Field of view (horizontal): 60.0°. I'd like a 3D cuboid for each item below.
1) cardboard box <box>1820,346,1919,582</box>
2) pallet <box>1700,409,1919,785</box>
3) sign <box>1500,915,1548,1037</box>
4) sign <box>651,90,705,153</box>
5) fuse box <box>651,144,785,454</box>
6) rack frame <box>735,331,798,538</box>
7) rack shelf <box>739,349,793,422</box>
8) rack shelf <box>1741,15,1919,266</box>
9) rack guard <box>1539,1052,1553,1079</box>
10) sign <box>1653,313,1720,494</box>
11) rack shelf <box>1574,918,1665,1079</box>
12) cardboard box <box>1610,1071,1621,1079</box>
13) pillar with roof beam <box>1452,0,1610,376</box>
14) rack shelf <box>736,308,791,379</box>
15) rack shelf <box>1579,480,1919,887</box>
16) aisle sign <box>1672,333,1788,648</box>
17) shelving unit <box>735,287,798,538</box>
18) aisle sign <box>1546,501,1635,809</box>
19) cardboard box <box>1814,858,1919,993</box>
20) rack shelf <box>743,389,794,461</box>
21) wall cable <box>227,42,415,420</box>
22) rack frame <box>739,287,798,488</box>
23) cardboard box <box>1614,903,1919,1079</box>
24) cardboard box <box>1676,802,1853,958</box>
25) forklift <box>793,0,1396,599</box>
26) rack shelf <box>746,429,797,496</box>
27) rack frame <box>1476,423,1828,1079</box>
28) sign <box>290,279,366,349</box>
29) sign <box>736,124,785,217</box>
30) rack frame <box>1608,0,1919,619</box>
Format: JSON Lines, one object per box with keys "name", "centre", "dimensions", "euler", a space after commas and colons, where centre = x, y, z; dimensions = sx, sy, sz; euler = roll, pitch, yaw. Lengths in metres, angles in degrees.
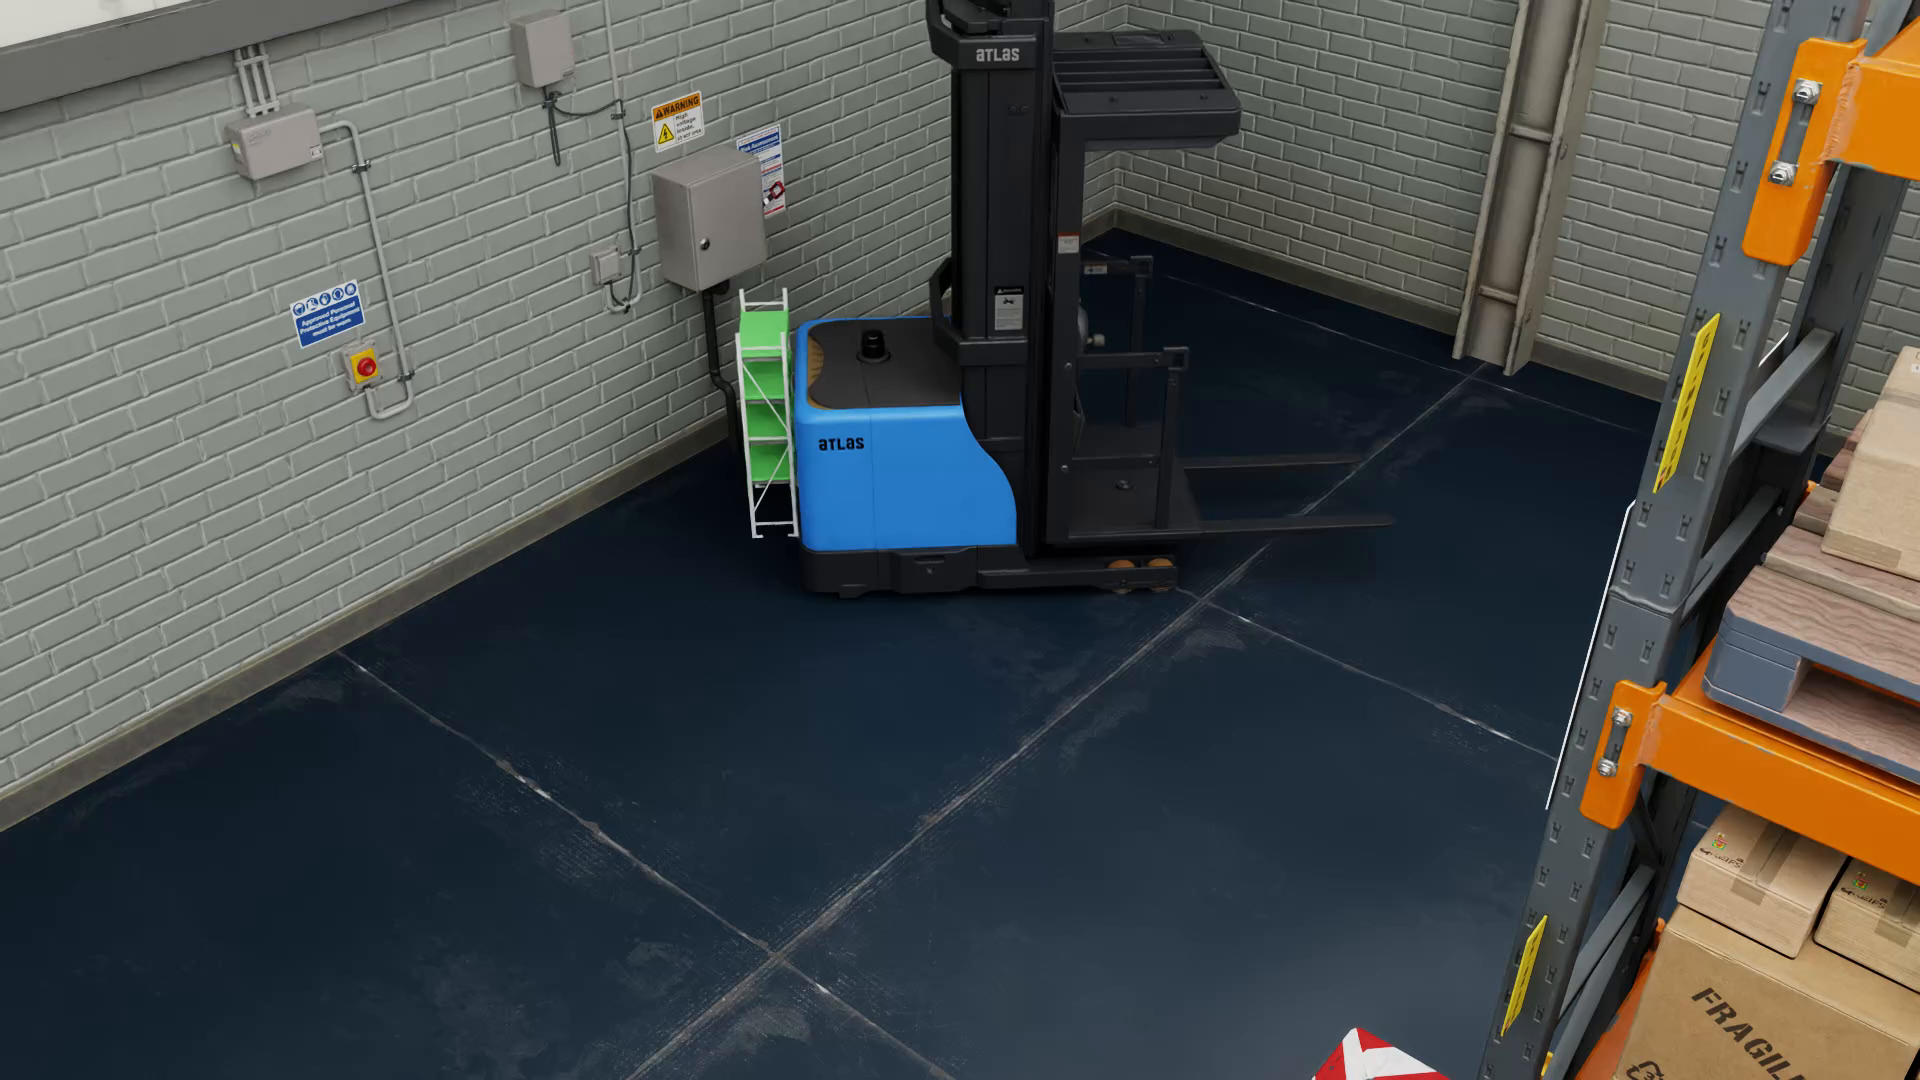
{"name": "cardboard box", "centre": [2.054, -0.114, 3.291], "dimensions": [0.500, 0.250, 0.500], "euler": [21, 40, 28]}
{"name": "pallet", "centre": [2.228, 0.215, 3.216], "dimensions": [1.213, 0.211, 1.003], "euler": [25, 42, 32]}
{"name": "sign", "centre": [1.291, 1.000, 3.809], "dimensions": [0.005, 0.325, 0.100], "euler": [25, 42, 32]}
{"name": "sign", "centre": [-1.436, -2.134, 8.478], "dimensions": [0.001, 0.242, 0.339], "euler": [25, 42, 32]}
{"name": "fuse box", "centre": [-1.241, -1.212, 9.003], "dimensions": [0.414, 1.711, 0.539], "euler": [25, 42, 32]}
{"name": "rack frame", "centre": [-0.974, -0.514, 8.439], "dimensions": [0.240, 1.200, 0.015], "euler": [-2, 35, -3]}
{"name": "rack shelf", "centre": [-0.991, -0.797, 8.540], "dimensions": [0.258, 0.148, 0.480], "euler": [-2, 35, -3]}
{"name": "rack shelf", "centre": [3.188, -0.136, 1.988], "dimensions": [4.000, 0.370, 1.077], "euler": [25, 42, 32]}
{"name": "rack guard", "centre": [1.632, 2.172, 5.145], "dimensions": [0.348, 0.500, 1.175], "euler": [25, 42, 32]}
{"name": "sign", "centre": [1.291, -0.239, 2.957], "dimensions": [0.005, 0.325, 0.100], "euler": [25, 42, 32]}
{"name": "rack shelf", "centre": [3.188, 2.172, 3.574], "dimensions": [4.000, 0.370, 1.077], "euler": [25, 42, 32]}
{"name": "cardboard box", "centre": [1.836, 1.408, 3.961], "dimensions": [0.500, 0.500, 0.500], "euler": [25, 42, 31]}
{"name": "pillar with roof beam", "centre": [0.574, -2.979, 5.139], "dimensions": [0.400, 9.000, 9.100], "euler": [25, 42, 32]}
{"name": "rack shelf", "centre": [-0.991, -0.995, 8.404], "dimensions": [0.258, 0.148, 0.480], "euler": [-2, 35, -3]}
{"name": "rack shelf", "centre": [3.188, 0.935, 2.724], "dimensions": [4.000, 0.370, 1.077], "euler": [25, 42, 32]}
{"name": "aisle sign", "centre": [1.794, -0.082, 3.923], "dimensions": [0.004, 0.787, 0.394], "euler": [25, 42, 32]}
{"name": "shelving unit", "centre": [-0.991, -0.652, 8.640], "dimensions": [0.258, 1.200, 0.503], "euler": [-2, 35, -3]}
{"name": "aisle sign", "centre": [1.410, 0.179, 3.543], "dimensions": [0.004, 0.787, 0.394], "euler": [25, 42, 32]}
{"name": "cardboard box", "centre": [1.994, 0.743, 3.474], "dimensions": [0.250, 0.149, 0.380], "euler": [26, 42, 33]}
{"name": "rack shelf", "centre": [-0.991, -0.599, 8.676], "dimensions": [0.258, 0.148, 0.480], "euler": [-2, 35, -3]}
{"name": "wall cable", "centre": [-2.698, -1.313, 7.087], "dimensions": [0.123, 1.953, 0.585], "euler": [25, 42, 32]}
{"name": "rack frame", "centre": [-1.007, -0.790, 8.840], "dimensions": [0.240, 1.200, 0.015], "euler": [-2, 35, -3]}
{"name": "cardboard box", "centre": [1.837, 0.995, 3.680], "dimensions": [0.500, 0.500, 0.500], "euler": [24, 41, 31]}
{"name": "cardboard box", "centre": [1.747, 0.679, 3.567], "dimensions": [0.250, 0.149, 0.380], "euler": [26, 42, 33]}
{"name": "forklift", "centre": [0.691, -1.239, 7.966], "dimensions": [3.031, 2.935, 1.130], "euler": [-2, 35, -3]}
{"name": "rack shelf", "centre": [-0.991, -0.402, 8.812], "dimensions": [0.258, 0.148, 0.480], "euler": [-2, 35, -3]}
{"name": "rack frame", "centre": [1.651, 1.151, 4.425], "dimensions": [0.127, 3.000, 1.000], "euler": [25, 42, 32]}
{"name": "sign", "centre": [-2.775, -0.994, 7.309], "dimensions": [0.001, 0.218, 0.327], "euler": [25, 42, 32]}
{"name": "sign", "centre": [-1.085, -1.993, 9.087], "dimensions": [0.001, 0.494, 0.329], "euler": [25, 42, 32]}
{"name": "rack frame", "centre": [1.651, -1.322, 2.726], "dimensions": [0.127, 3.000, 1.000], "euler": [25, 42, 32]}
